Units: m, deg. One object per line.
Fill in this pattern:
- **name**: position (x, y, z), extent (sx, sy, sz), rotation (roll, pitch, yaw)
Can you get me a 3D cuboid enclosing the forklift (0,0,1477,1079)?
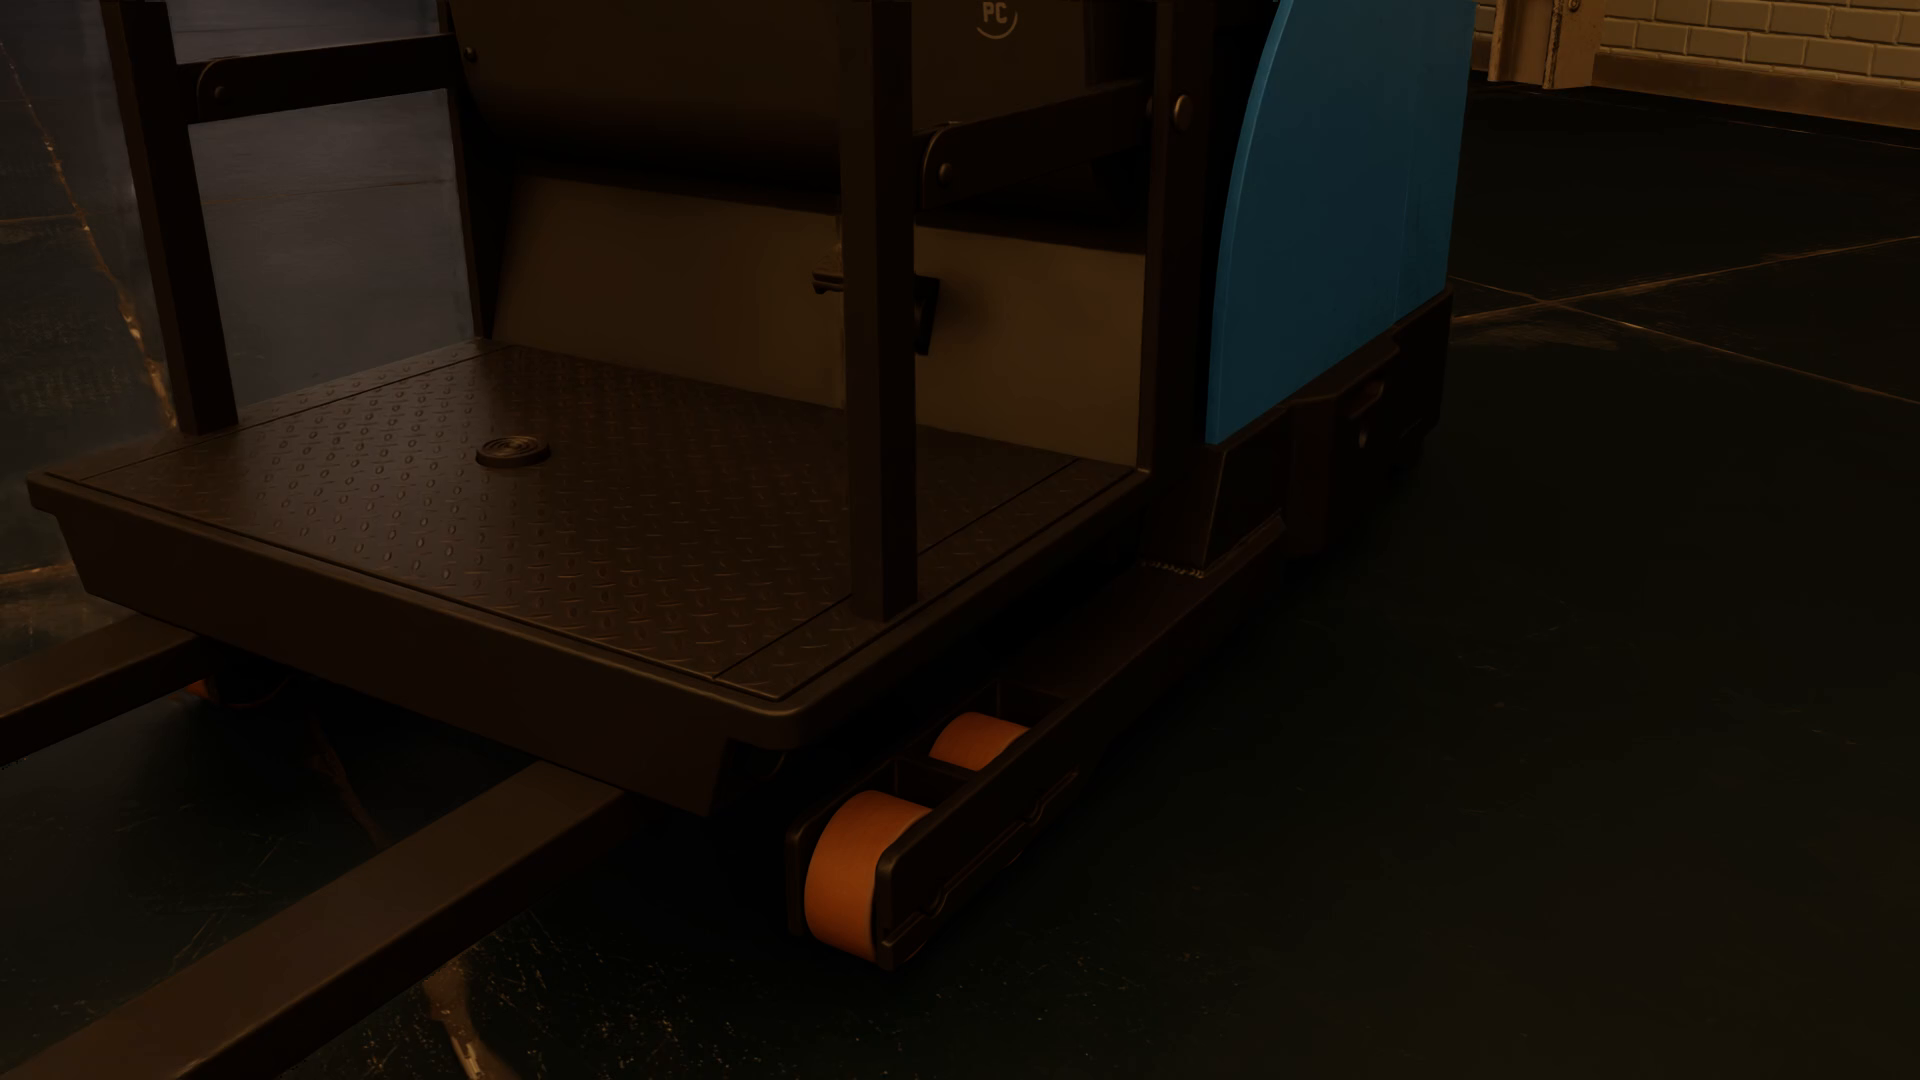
- **forklift**: position (-0.349, -1.143, 1.560), extent (1.130, 2.935, 3.031), rotation (13, 26, 29)
